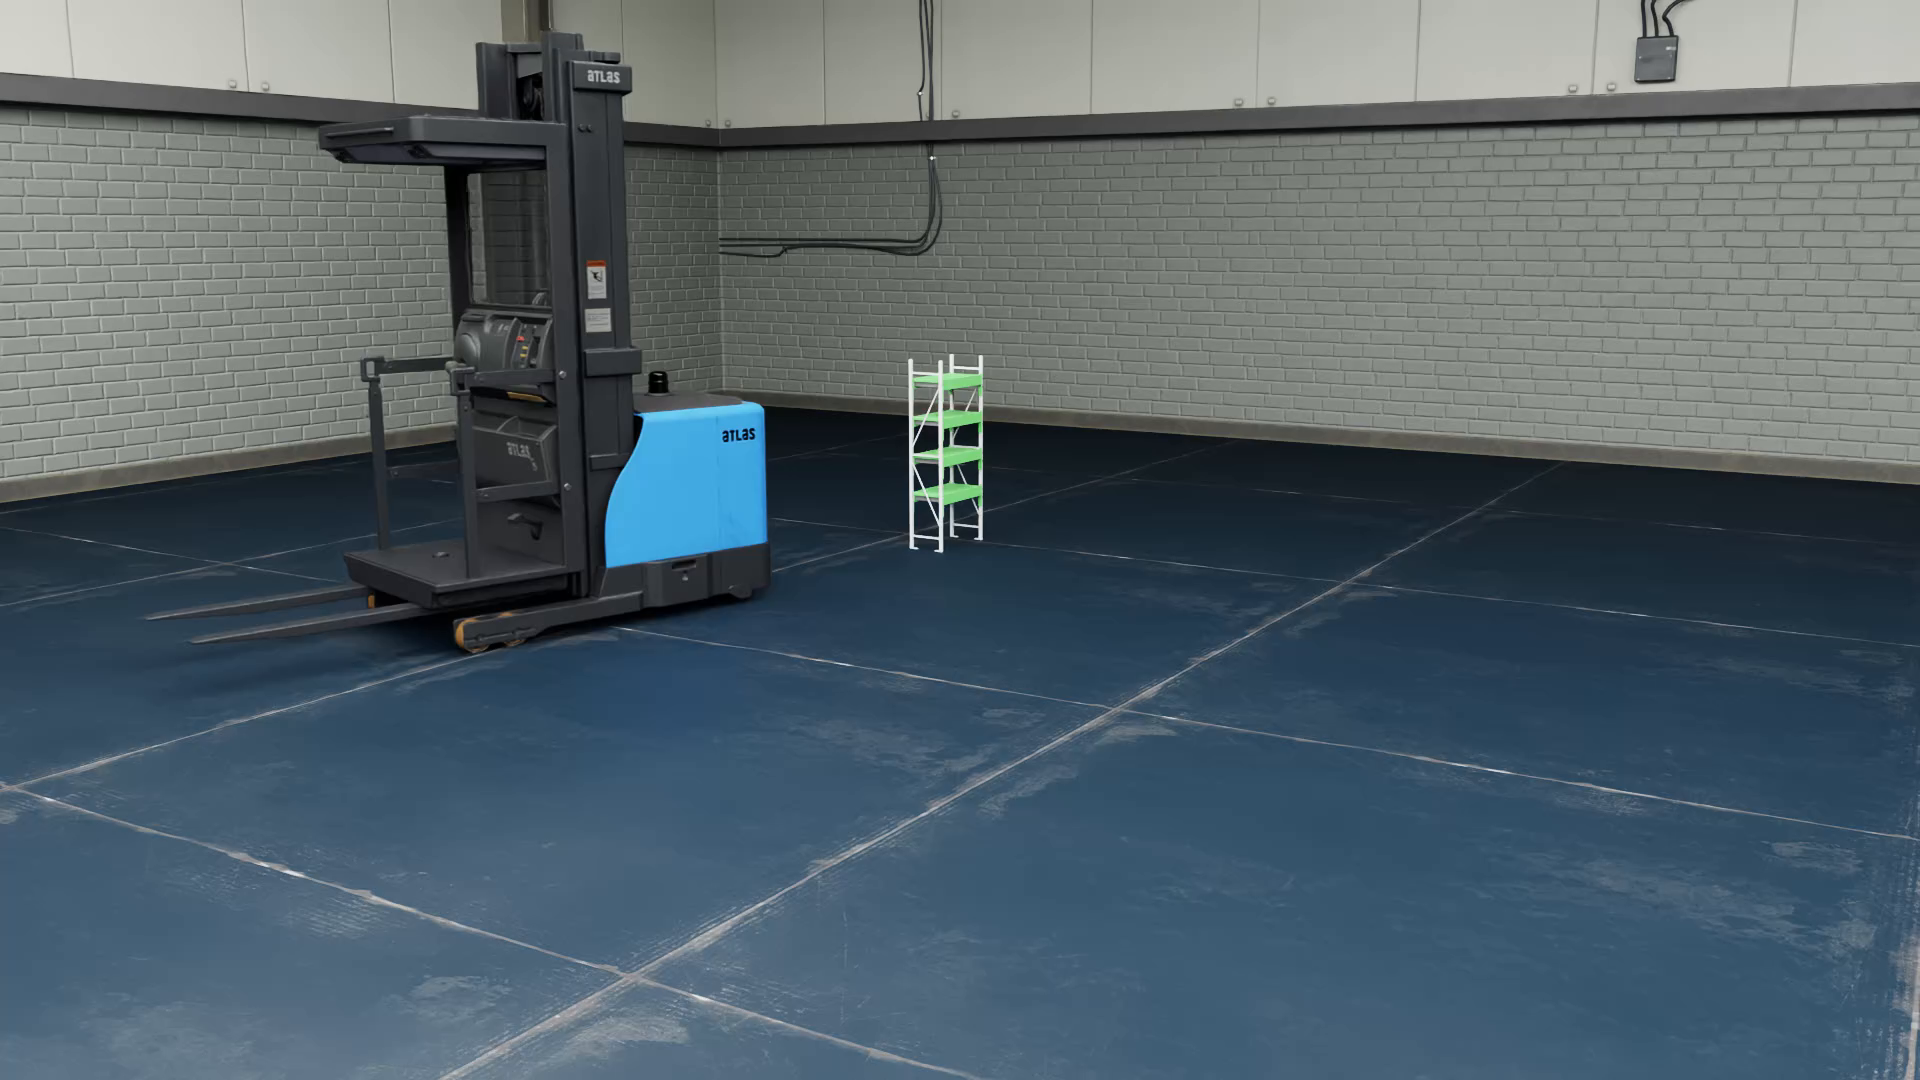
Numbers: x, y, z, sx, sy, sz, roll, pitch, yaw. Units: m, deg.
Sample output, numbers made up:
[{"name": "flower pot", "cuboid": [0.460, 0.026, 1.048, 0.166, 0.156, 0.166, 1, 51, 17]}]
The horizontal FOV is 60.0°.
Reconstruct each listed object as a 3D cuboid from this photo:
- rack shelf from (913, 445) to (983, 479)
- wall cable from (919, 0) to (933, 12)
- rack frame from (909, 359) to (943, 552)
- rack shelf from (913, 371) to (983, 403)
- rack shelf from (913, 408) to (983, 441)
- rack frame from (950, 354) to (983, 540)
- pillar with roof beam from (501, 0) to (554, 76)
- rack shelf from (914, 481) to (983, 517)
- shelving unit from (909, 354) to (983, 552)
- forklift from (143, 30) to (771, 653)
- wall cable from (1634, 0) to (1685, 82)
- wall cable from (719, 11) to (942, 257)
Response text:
[{"name": "rack shelf", "cuboid": [-0.086, -0.501, 10.631, 0.258, 0.148, 0.480, 6, 12, 31]}, {"name": "wall cable", "cuboid": [0.784, -6.576, 16.252, 3.097, 2.526, 0.112, 6, 12, 31]}, {"name": "rack frame", "cuboid": [-0.213, -0.525, 10.414, 0.240, 1.200, 0.015, 6, 12, 31]}, {"name": "rack shelf", "cuboid": [-0.086, -0.973, 10.543, 0.258, 0.148, 0.480, 6, 12, 31]}, {"name": "rack shelf", "cuboid": [-0.086, -0.737, 10.587, 0.258, 0.148, 0.480, 6, 12, 31]}, {"name": "rack frame", "cuboid": [0.041, -0.602, 10.824, 0.240, 1.200, 0.015, 6, 12, 31]}, {"name": "pillar with roof beam", "cuboid": [-0.508, -5.130, 13.815, 9.100, 9.000, 0.400, 6, 12, 31]}, {"name": "rack shelf", "cuboid": [-0.086, -0.265, 10.675, 0.258, 0.148, 0.480, 6, 12, 31]}, {"name": "shelving unit", "cuboid": [-0.086, -0.564, 10.619, 0.258, 1.200, 0.503, 6, 12, 31]}, {"name": "forklift", "cuboid": [-2.467, -1.006, 8.279, 3.031, 2.935, 1.130, -10, 14, -42]}, {"name": "wall cable", "cuboid": [6.578, -6.640, 12.641, 2.305, 6.003, 0.169, 6, 12, 31]}, {"name": "wall cable", "cuboid": [-1.528, -4.352, 18.097, 3.097, 2.526, 0.112, 6, 12, 31]}]
